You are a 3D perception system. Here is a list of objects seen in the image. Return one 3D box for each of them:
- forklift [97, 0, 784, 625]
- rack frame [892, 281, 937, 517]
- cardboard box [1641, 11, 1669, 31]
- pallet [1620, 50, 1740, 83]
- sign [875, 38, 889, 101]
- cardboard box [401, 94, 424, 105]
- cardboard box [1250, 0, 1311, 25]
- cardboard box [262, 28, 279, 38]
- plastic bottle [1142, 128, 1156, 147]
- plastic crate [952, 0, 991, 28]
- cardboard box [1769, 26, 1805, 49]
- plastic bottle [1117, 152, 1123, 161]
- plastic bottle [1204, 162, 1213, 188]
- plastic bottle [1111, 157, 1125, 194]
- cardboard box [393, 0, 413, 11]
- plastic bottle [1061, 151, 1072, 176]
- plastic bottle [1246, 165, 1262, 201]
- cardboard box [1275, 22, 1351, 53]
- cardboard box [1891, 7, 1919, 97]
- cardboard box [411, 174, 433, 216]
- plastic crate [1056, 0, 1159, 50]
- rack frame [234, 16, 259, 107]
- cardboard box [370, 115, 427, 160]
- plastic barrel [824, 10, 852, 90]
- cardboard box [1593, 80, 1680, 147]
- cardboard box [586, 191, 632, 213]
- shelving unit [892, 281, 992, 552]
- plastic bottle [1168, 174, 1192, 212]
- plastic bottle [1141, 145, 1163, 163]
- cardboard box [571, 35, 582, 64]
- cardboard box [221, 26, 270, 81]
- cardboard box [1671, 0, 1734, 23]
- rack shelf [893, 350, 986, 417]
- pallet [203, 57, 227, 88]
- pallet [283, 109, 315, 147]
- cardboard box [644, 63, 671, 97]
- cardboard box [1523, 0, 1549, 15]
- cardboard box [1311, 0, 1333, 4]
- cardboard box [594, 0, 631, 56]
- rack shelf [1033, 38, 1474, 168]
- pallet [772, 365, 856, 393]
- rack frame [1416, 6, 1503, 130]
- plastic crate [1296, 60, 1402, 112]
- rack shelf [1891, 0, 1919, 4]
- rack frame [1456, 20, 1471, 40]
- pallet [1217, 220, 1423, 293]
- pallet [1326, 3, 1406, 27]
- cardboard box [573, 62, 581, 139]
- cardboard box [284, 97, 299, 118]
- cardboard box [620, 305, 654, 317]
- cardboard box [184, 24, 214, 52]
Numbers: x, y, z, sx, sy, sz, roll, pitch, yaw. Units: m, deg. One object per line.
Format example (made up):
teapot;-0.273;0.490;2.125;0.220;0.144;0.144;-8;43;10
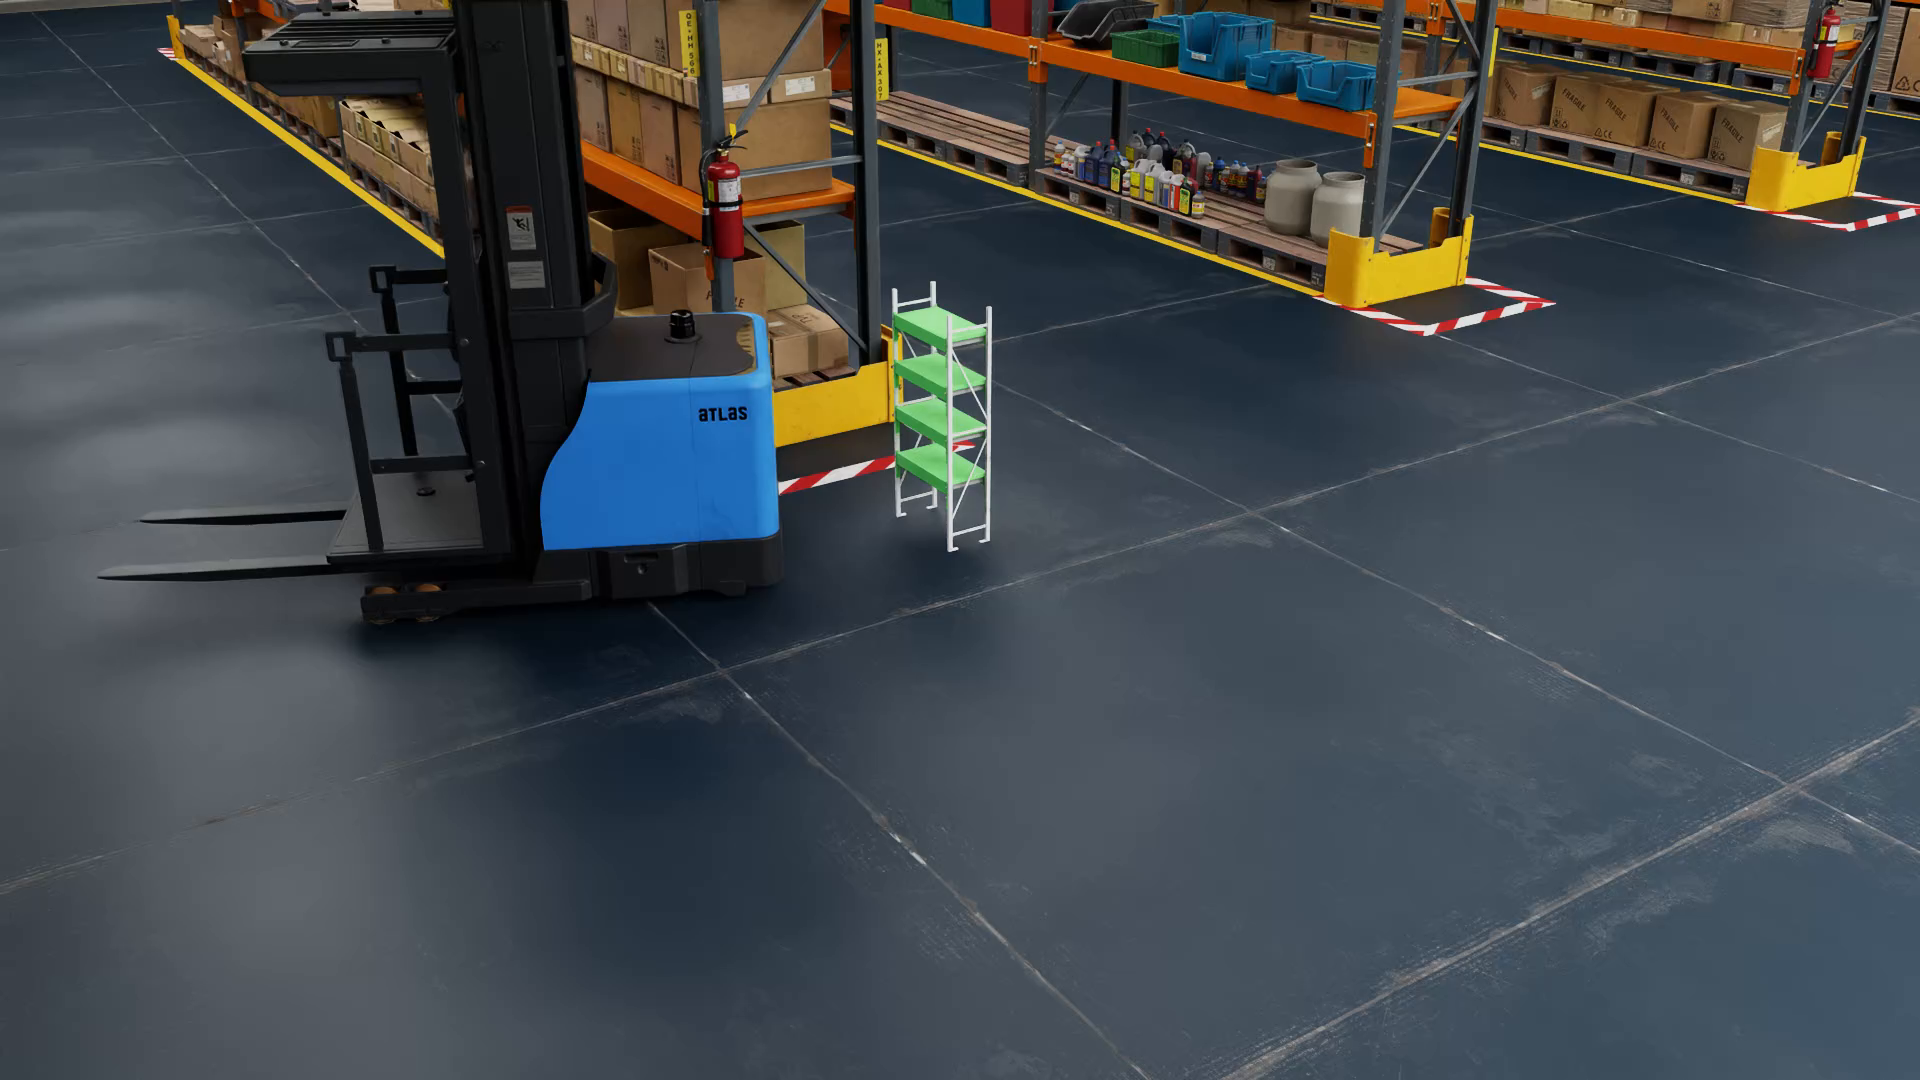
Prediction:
forklift;-2.375;-1.187;7.332;3.031;2.935;1.130;-3;25;-7
rack frame;-0.224;-0.689;8.304;0.240;1.200;0.015;-16;29;-30
cardboard box;6.373;-4.697;14.979;0.380;0.149;0.250;-16;29;-30
pallet;8.941;-5.861;20.418;1.003;0.211;1.213;-16;29;-30
sign;-0.436;-2.560;9.053;0.100;0.325;0.005;-16;29;-30
cardboard box;-4.779;-3.937;15.149;0.500;0.311;0.500;-15;29;-28
cardboard box;3.719;-6.162;19.324;0.500;0.250;0.500;-12;28;-24
cardboard box;-6.849;-5.118;17.112;0.500;0.250;0.500;-15;29;-29
plastic bottle;1.657;-3.427;14.584;0.144;0.351;0.185;-16;30;-31
plastic crate;0.201;-4.904;15.144;0.392;0.384;0.575;-16;29;-30
cardboard box;7.069;-4.253;14.040;0.380;0.149;0.250;-16;29;-30
plastic bottle;1.338;-3.146;14.080;0.097;0.271;0.097;0;25;0
plastic bottle;2.111;-3.081;14.025;0.097;0.201;0.097;0;25;0
plastic bottle;1.315;-3.038;13.839;0.061;0.283;0.133;-14;29;-27
cardboard box;-4.342;-4.316;13.762;0.500;0.500;0.500;-17;30;-32
plastic bottle;0.926;-3.271;14.427;0.097;0.201;0.097;0;25;0
plastic bottle;2.411;-2.936;13.622;0.061;0.283;0.133;-15;29;-29
cardboard box;4.042;-5.611;19.036;0.700;0.500;0.500;-13;28;-25
cardboard box;10.701;-5.203;17.755;0.875;0.875;0.875;-16;30;-30
cardboard box;-4.112;-2.828;13.456;0.500;0.250;0.500;-15;29;-28
plastic crate;1.243;-4.345;14.012;0.767;0.338;0.504;-16;29;-30
rack frame;-7.455;-6.298;18.077;1.000;3.000;0.127;-16;29;-30
cardboard box;-4.661;-3.443;14.101;0.500;0.311;0.500;-16;30;-31
plastic barrel;-1.401;-5.400;18.225;0.600;0.830;0.708;-16;29;-30
cardboard box;6.390;-4.034;15.718;0.500;0.500;0.500;-13;28;-25
cardboard box;-2.277;-1.947;10.712;0.500;0.500;0.500;-16;29;-30
shelving unit;-0.090;-0.602;8.119;0.258;1.200;0.503;-16;29;-30
plastic bottle;1.763;-2.777;13.295;0.152;0.276;0.135;-15;29;-29
plastic bottle;1.652;-3.281;14.363;0.152;0.276;0.135;-16;29;-30
cardboard box;-2.255;-3.081;10.385;0.380;0.149;0.250;-16;30;-30
cardboard box;-8.004;-5.504;18.809;0.500;0.500;0.500;-16;29;-30
cardboard box;6.747;-4.847;14.538;0.875;0.500;0.500;-16;29;-30
rack shelf;-0.090;-0.761;8.044;0.258;0.148;0.480;-16;29;-30
pallet;-8.499;-5.719;20.119;1.003;0.211;1.213;-16;29;-30
pallet;-6.309;-4.318;17.150;1.003;0.211;1.213;-16;29;-30
cardboard box;-1.556;-2.621;9.412;0.380;0.149;0.250;-16;30;-30
cardboard box;5.611;-5.122;15.880;0.380;0.149;0.250;-16;29;-30
cardboard box;5.529;-8.270;24.690;0.500;0.500;0.500;-14;29;-27
cardboard box;-1.745;-3.194;9.864;0.700;0.500;0.500;-15;29;-29
rack shelf;2.156;-3.549;13.097;1.077;0.370;4.000;-16;29;-30
pallet;-1.357;-1.009;10.139;1.003;0.211;1.213;-16;29;-30
rack frame;5.214;-5.744;16.903;1.000;3.000;0.127;-16;29;-30
plastic crate;2.724;-3.201;11.691;0.499;0.251;0.616;-16;29;-30
rack shelf;10.517;-5.823;17.914;1.077;0.370;4.000;-16;29;-30
rack frame;7.241;-8.294;22.306;1.000;3.000;0.127;-16;29;-30
pallet;2.728;-2.206;12.675;1.003;0.211;1.213;-16;29;-30
pallet;6.154;-7.749;24.418;1.003;0.211;1.213;-16;29;-30
cardboard box;-2.277;-2.957;10.883;0.700;0.500;0.500;-15;29;-29
cardboard box;-6.553;-4.587;16.866;0.500;0.500;0.500;-17;30;-31
cardboard box;-1.728;-1.251;10.116;0.500;0.250;0.500;-16;29;-30
cardboard box;-9.307;-6.245;20.670;0.500;0.250;0.500;-16;29;-30
